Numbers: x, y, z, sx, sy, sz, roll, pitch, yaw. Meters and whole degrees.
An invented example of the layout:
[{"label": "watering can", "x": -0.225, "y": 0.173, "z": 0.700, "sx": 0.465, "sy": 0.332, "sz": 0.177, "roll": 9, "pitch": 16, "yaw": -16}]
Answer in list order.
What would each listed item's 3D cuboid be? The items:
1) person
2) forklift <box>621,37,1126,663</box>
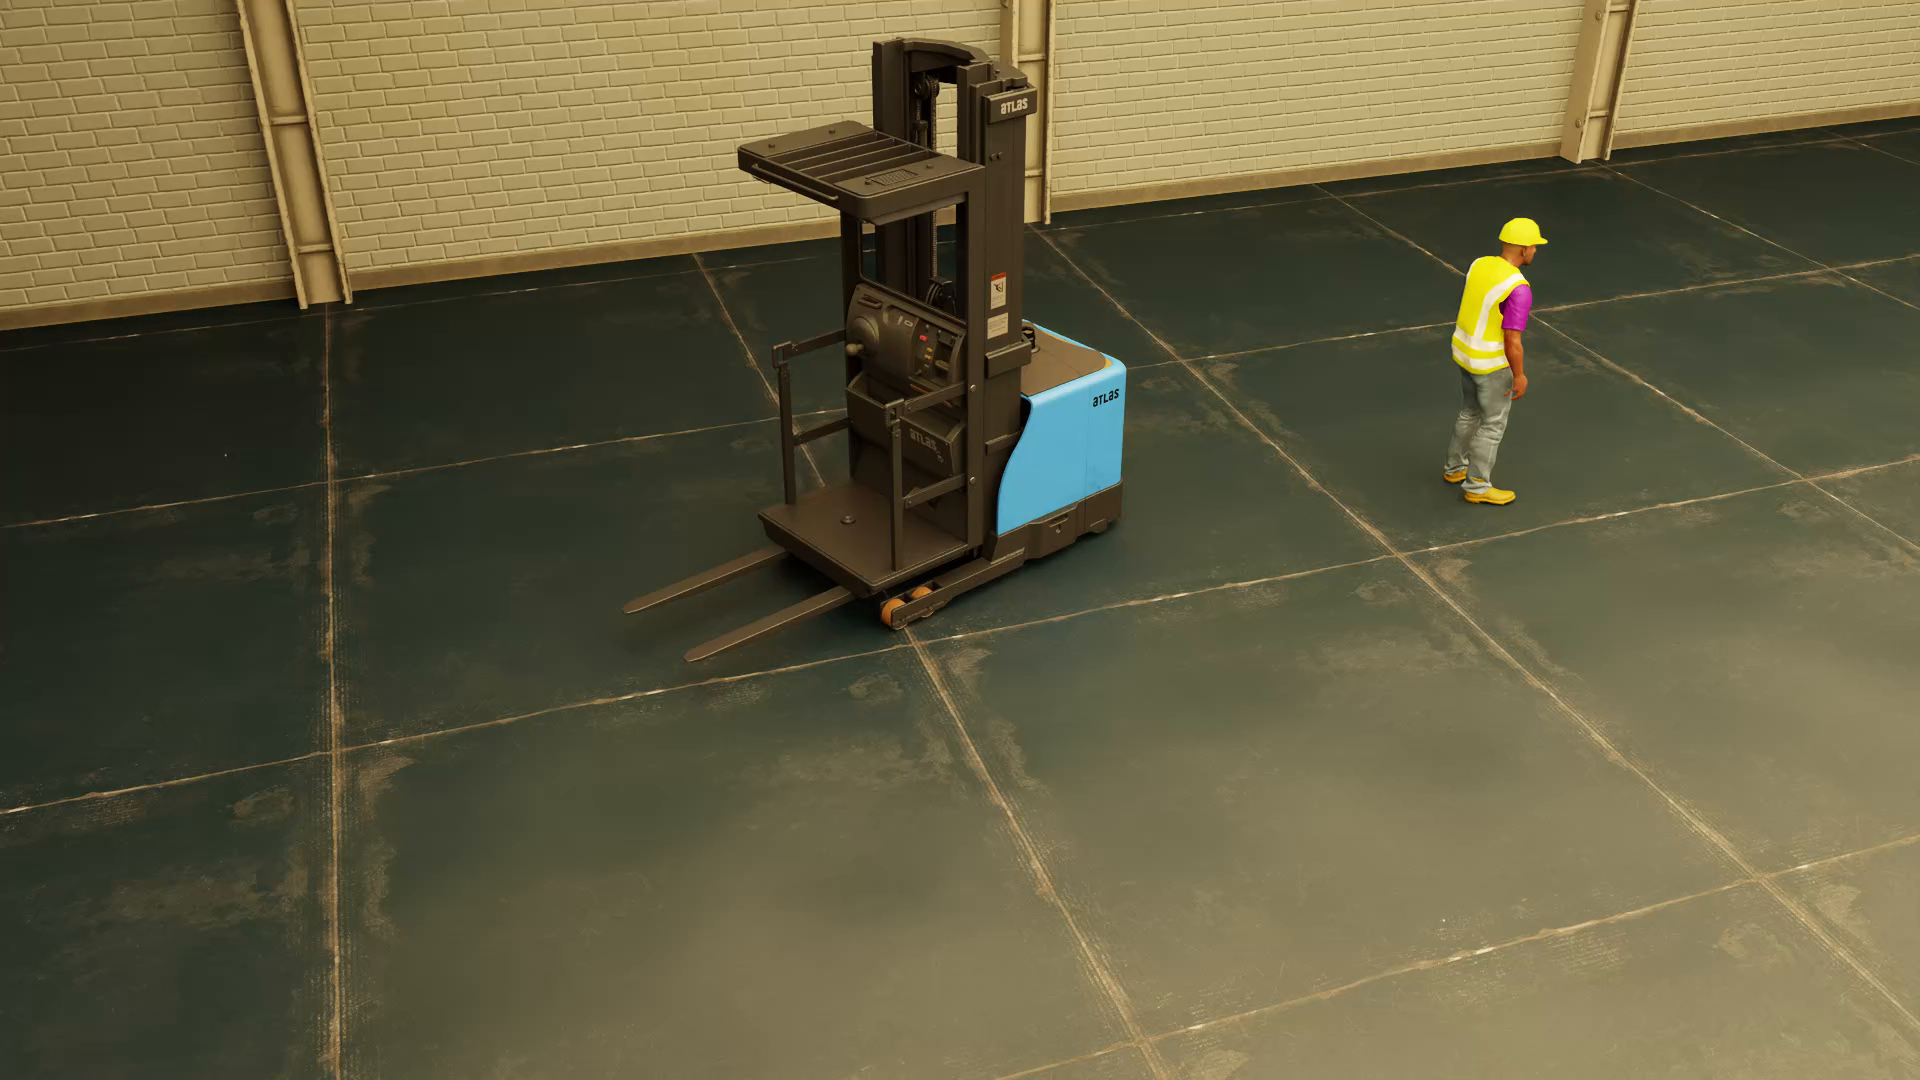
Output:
[{"label": "person", "x": 3.262, "y": -1.110, "z": 10.193, "sx": 0.456, "sy": 1.761, "sz": 0.637, "roll": -6, "pitch": 31, "yaw": -11}, {"label": "forklift", "x": -0.461, "y": -1.072, "z": 8.951, "sx": 3.031, "sy": 2.935, "sz": 1.130, "roll": -23, "pitch": 37, "yaw": -34}]
